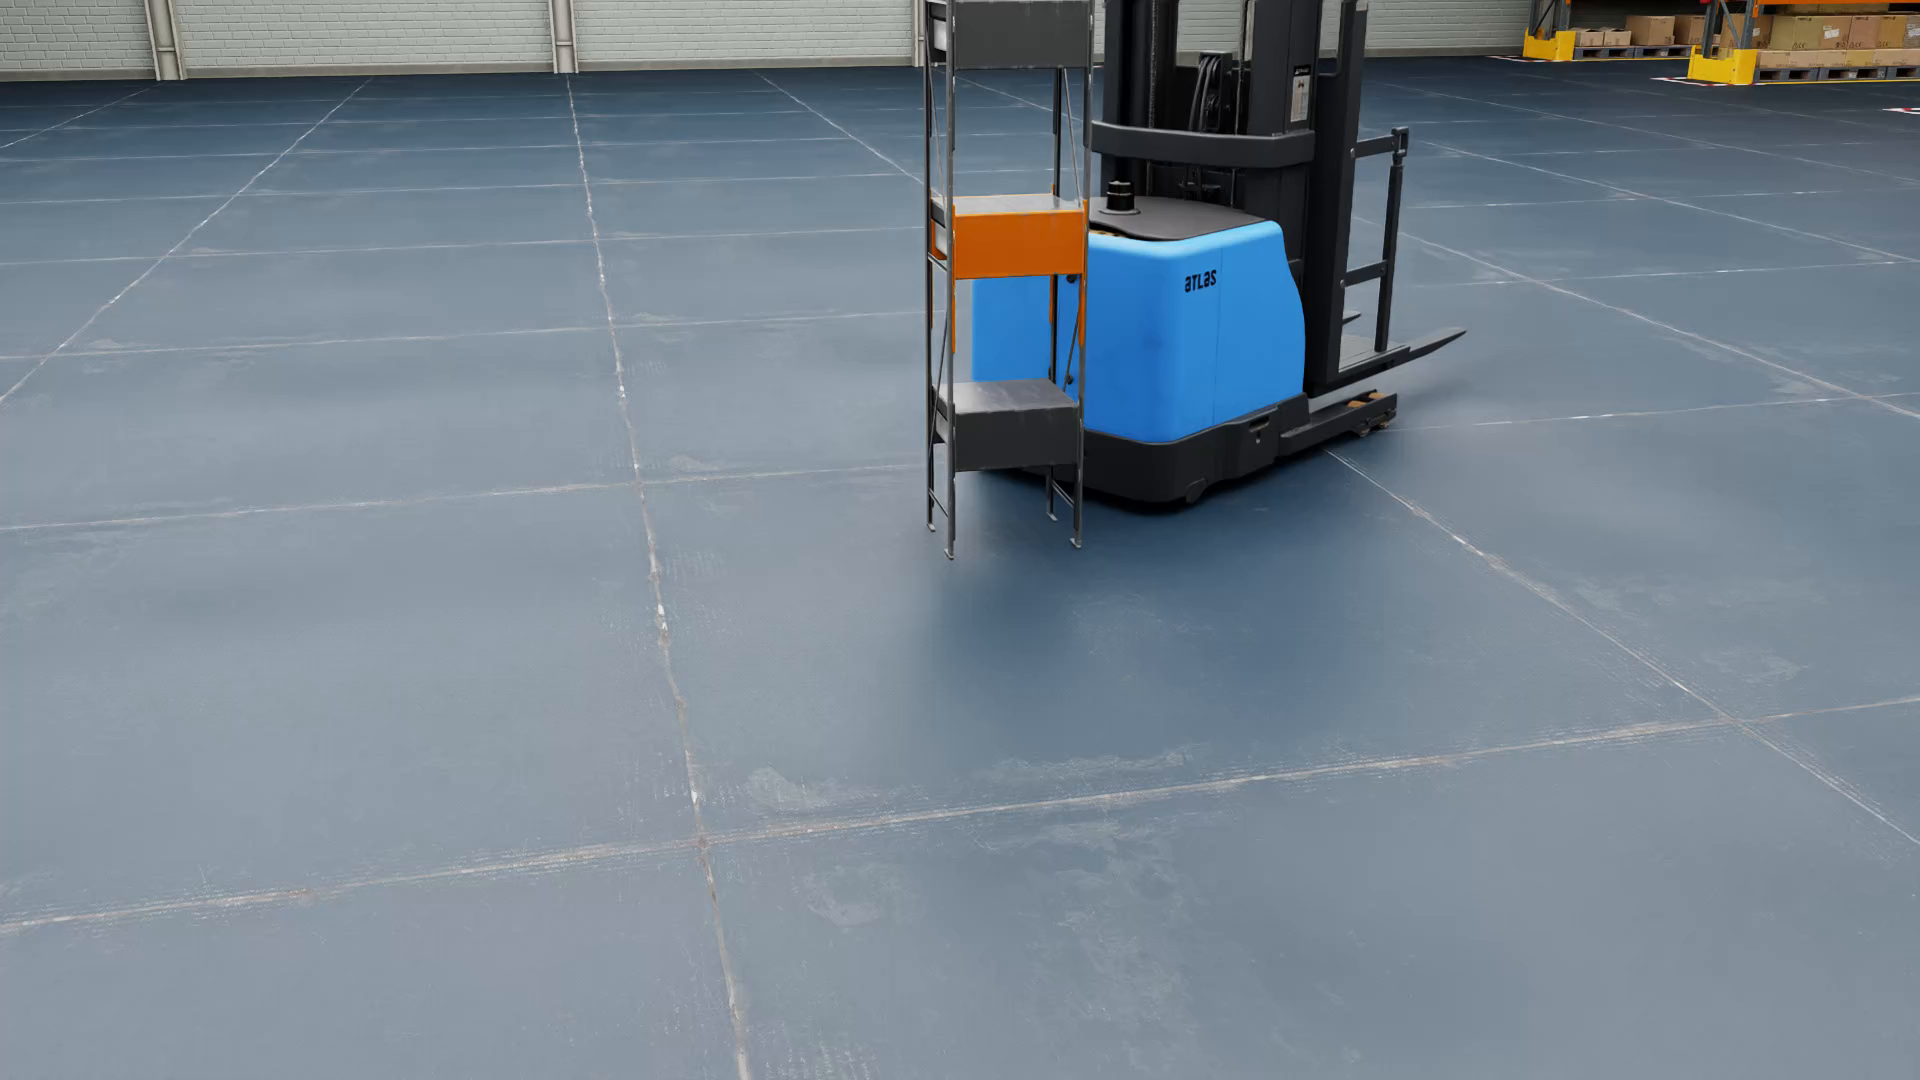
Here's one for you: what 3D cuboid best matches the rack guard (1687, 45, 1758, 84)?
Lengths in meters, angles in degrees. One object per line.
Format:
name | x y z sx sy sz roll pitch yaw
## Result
rack guard | 11.708 -7.316 25.559 0.348 0.500 1.175 -5 21 -12

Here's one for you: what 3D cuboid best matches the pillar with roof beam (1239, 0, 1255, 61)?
pillar with roof beam | 6.221 -11.395 24.340 0.400 9.000 9.100 -5 21 -12

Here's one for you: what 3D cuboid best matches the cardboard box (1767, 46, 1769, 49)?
cardboard box | 12.669 -7.583 26.040 0.500 0.250 0.500 -5 21 -12

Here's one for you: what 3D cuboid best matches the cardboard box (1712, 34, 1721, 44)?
cardboard box | 13.967 -9.290 30.793 0.250 0.166 0.380 -7 21 -20

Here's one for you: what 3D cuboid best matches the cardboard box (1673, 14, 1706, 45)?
cardboard box | 13.479 -9.403 30.618 0.500 0.500 0.500 -6 21 -17

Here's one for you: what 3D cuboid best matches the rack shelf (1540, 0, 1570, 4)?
rack shelf | 12.534 -9.970 30.216 4.000 0.370 1.077 -5 21 -12

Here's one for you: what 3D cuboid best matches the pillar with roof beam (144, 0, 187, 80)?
pillar with roof beam | -11.296 -9.971 20.451 0.400 9.000 9.100 -5 21 -12

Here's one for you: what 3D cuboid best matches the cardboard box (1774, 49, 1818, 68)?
cardboard box | 12.790 -7.406 25.559 0.500 0.250 0.500 -5 21 -12

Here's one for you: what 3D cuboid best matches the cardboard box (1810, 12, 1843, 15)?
cardboard box | 13.641 -8.015 26.131 0.500 0.500 0.500 -5 21 -12

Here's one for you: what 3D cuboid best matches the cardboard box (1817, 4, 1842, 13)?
cardboard box | 16.126 -9.993 31.138 0.500 0.250 0.500 -5 21 -14

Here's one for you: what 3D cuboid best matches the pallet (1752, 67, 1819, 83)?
pallet | 12.466 -7.257 25.818 1.213 0.211 1.003 -5 21 -12

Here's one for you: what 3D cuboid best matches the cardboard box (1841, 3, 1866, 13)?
cardboard box | 16.616 -10.027 31.230 0.500 0.250 0.500 -5 21 -13

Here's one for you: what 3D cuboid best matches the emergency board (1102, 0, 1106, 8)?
emergency board | 2.817 -9.837 28.807 0.643 1.169 0.194 -5 21 -12

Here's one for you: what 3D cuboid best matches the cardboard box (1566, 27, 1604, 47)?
cardboard box | 11.282 -9.118 30.115 0.500 0.311 0.500 -7 21 -19

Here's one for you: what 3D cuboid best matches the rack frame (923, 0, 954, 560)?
rack frame | -0.076 -0.980 5.936 0.015 2.100 0.400 -5 21 -12

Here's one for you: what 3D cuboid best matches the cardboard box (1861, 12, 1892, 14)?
cardboard box | 14.616 -8.092 26.341 0.500 0.500 0.500 -5 21 -12

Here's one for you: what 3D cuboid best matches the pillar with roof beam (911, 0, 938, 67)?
pillar with roof beam | 0.382 -10.920 23.044 0.400 9.000 9.100 -5 21 -12

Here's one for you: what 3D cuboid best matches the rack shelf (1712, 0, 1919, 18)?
rack shelf | 13.677 -8.312 25.691 4.000 0.370 1.077 -5 21 -12

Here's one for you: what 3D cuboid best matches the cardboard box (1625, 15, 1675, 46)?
cardboard box | 12.562 -9.293 30.318 0.500 0.500 0.700 -6 21 -16

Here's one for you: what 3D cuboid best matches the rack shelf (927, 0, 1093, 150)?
rack shelf | 0.161 -1.644 5.753 0.480 0.518 0.431 -5 21 -12

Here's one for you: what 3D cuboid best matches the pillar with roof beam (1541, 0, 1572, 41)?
pillar with roof beam | 12.060 -11.870 25.636 0.400 9.000 9.100 -5 21 -12

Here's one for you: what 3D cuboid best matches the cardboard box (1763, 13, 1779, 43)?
cardboard box | 15.193 -9.563 31.053 0.500 0.500 0.700 -4 20 -11

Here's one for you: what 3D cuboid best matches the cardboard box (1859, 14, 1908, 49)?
cardboard box | 14.248 -7.880 25.762 0.500 0.500 0.500 -5 21 -12

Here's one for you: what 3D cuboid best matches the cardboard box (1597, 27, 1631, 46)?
cardboard box | 11.836 -9.163 30.238 0.500 0.311 0.500 -3 20 -8

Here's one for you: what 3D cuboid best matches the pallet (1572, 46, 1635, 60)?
pallet | 11.460 -8.899 30.300 1.213 0.211 1.003 -5 21 -12

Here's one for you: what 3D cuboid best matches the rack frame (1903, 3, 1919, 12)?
rack frame | 18.373 -10.783 31.389 0.127 3.000 1.000 -5 21 -12

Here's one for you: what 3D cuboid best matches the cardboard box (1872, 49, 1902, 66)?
cardboard box | 14.251 -7.524 25.879 0.500 0.250 0.500 -5 21 -12

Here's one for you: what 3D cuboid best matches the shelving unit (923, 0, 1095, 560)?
shelving unit | 0.161 -0.999 5.989 0.503 2.100 0.431 -5 21 -12

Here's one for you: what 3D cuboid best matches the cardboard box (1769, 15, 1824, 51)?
cardboard box | 12.790 -7.758 25.429 0.500 0.500 0.500 -5 21 -12

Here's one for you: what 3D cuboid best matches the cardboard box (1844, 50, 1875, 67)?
cardboard box | 13.764 -7.484 25.771 0.500 0.250 0.500 -5 21 -12

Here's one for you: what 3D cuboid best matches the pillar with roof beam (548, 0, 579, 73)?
pillar with roof beam | -5.457 -10.446 21.747 0.400 9.000 9.100 -5 21 -12

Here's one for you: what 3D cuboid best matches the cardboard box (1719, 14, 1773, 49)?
cardboard box | 12.185 -7.892 25.794 0.500 0.500 0.500 -5 21 -12

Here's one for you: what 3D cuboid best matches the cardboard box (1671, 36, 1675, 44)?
cardboard box | 12.919 -9.214 30.612 0.250 0.149 0.380 -6 21 -17

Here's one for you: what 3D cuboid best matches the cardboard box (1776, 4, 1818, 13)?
cardboard box | 15.621 -9.951 31.023 0.500 0.250 0.500 -5 21 -14

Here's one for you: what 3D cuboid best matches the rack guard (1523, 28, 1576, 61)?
rack guard | 10.662 -8.982 30.107 0.348 0.500 1.175 -5 21 -12

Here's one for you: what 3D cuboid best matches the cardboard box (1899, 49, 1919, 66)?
cardboard box | 14.734 -7.568 26.001 0.500 0.250 0.500 -5 21 -12

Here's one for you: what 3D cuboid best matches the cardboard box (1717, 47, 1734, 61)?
cardboard box | 12.185 -7.539 25.921 0.500 0.250 0.500 -5 21 -12

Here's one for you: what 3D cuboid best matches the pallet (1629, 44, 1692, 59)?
pallet | 12.645 -8.994 30.560 1.213 0.211 1.003 -5 21 -12

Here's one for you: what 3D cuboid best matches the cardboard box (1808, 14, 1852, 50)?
cardboard box | 13.274 -7.802 25.549 0.500 0.500 0.500 -5 21 -12

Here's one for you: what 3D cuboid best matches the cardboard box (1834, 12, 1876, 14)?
cardboard box | 14.127 -8.055 26.240 0.500 0.500 0.500 -5 21 -12

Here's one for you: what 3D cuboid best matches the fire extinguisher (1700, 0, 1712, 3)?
fire extinguisher | 11.509 -8.601 25.547 0.183 0.674 0.296 -5 21 -12

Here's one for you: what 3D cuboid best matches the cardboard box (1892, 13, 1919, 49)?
cardboard box | 14.734 -7.921 25.873 0.500 0.500 0.500 -5 21 -12

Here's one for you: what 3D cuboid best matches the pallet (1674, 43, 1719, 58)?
pallet | 13.835 -9.092 30.827 1.213 0.211 1.003 -5 21 -12

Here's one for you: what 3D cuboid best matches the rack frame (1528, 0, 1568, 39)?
rack frame | 10.588 -10.149 29.661 0.127 3.000 1.000 -5 21 -12

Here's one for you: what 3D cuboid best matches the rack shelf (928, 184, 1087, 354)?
rack shelf | 0.161 -0.986 5.994 0.480 0.518 0.431 -5 21 -12

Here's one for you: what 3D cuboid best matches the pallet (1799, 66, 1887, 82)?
pallet | 13.651 -7.352 26.078 1.213 0.211 1.003 -5 21 -12

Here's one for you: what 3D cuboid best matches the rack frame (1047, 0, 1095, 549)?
rack frame | 0.399 -1.018 6.042 0.015 2.100 0.400 -5 21 -12

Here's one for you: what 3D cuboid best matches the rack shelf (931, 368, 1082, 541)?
rack shelf | 0.161 -0.329 6.235 0.480 0.518 0.431 -5 21 -12

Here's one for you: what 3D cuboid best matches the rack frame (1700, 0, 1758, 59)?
rack frame | 11.731 -8.492 25.135 0.127 3.000 1.000 -5 21 -12

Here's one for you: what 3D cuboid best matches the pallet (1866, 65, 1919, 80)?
pallet | 14.840 -7.450 26.345 1.213 0.211 1.003 -5 21 -12

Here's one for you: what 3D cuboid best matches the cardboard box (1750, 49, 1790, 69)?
cardboard box | 12.304 -7.366 25.448 0.500 0.250 0.500 -5 21 -12

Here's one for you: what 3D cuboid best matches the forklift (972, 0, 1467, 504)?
forklift | 1.385 -1.948 7.371 1.130 2.935 3.031 17 26 38

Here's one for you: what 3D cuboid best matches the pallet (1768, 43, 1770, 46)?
pallet | 15.238 -9.219 31.174 1.213 0.211 1.003 -5 21 -12

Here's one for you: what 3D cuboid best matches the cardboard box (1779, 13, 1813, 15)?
cardboard box | 13.154 -7.976 26.024 0.500 0.500 0.500 -5 21 -12

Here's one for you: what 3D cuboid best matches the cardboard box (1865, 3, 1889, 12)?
cardboard box | 17.115 -10.069 31.345 0.500 0.250 0.500 -4 21 -11

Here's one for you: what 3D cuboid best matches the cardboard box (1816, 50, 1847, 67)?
cardboard box | 13.277 -7.446 25.667 0.500 0.250 0.500 -5 21 -12

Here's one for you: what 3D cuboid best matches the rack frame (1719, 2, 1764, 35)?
rack frame | 14.480 -10.466 30.525 0.127 3.000 1.000 -5 21 -12

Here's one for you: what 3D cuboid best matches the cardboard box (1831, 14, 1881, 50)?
cardboard box | 13.765 -7.836 25.641 0.500 0.500 0.500 -5 21 -12

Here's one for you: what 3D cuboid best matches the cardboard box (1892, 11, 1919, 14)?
cardboard box | 15.100 -8.134 26.457 0.500 0.500 0.500 -5 21 -12
